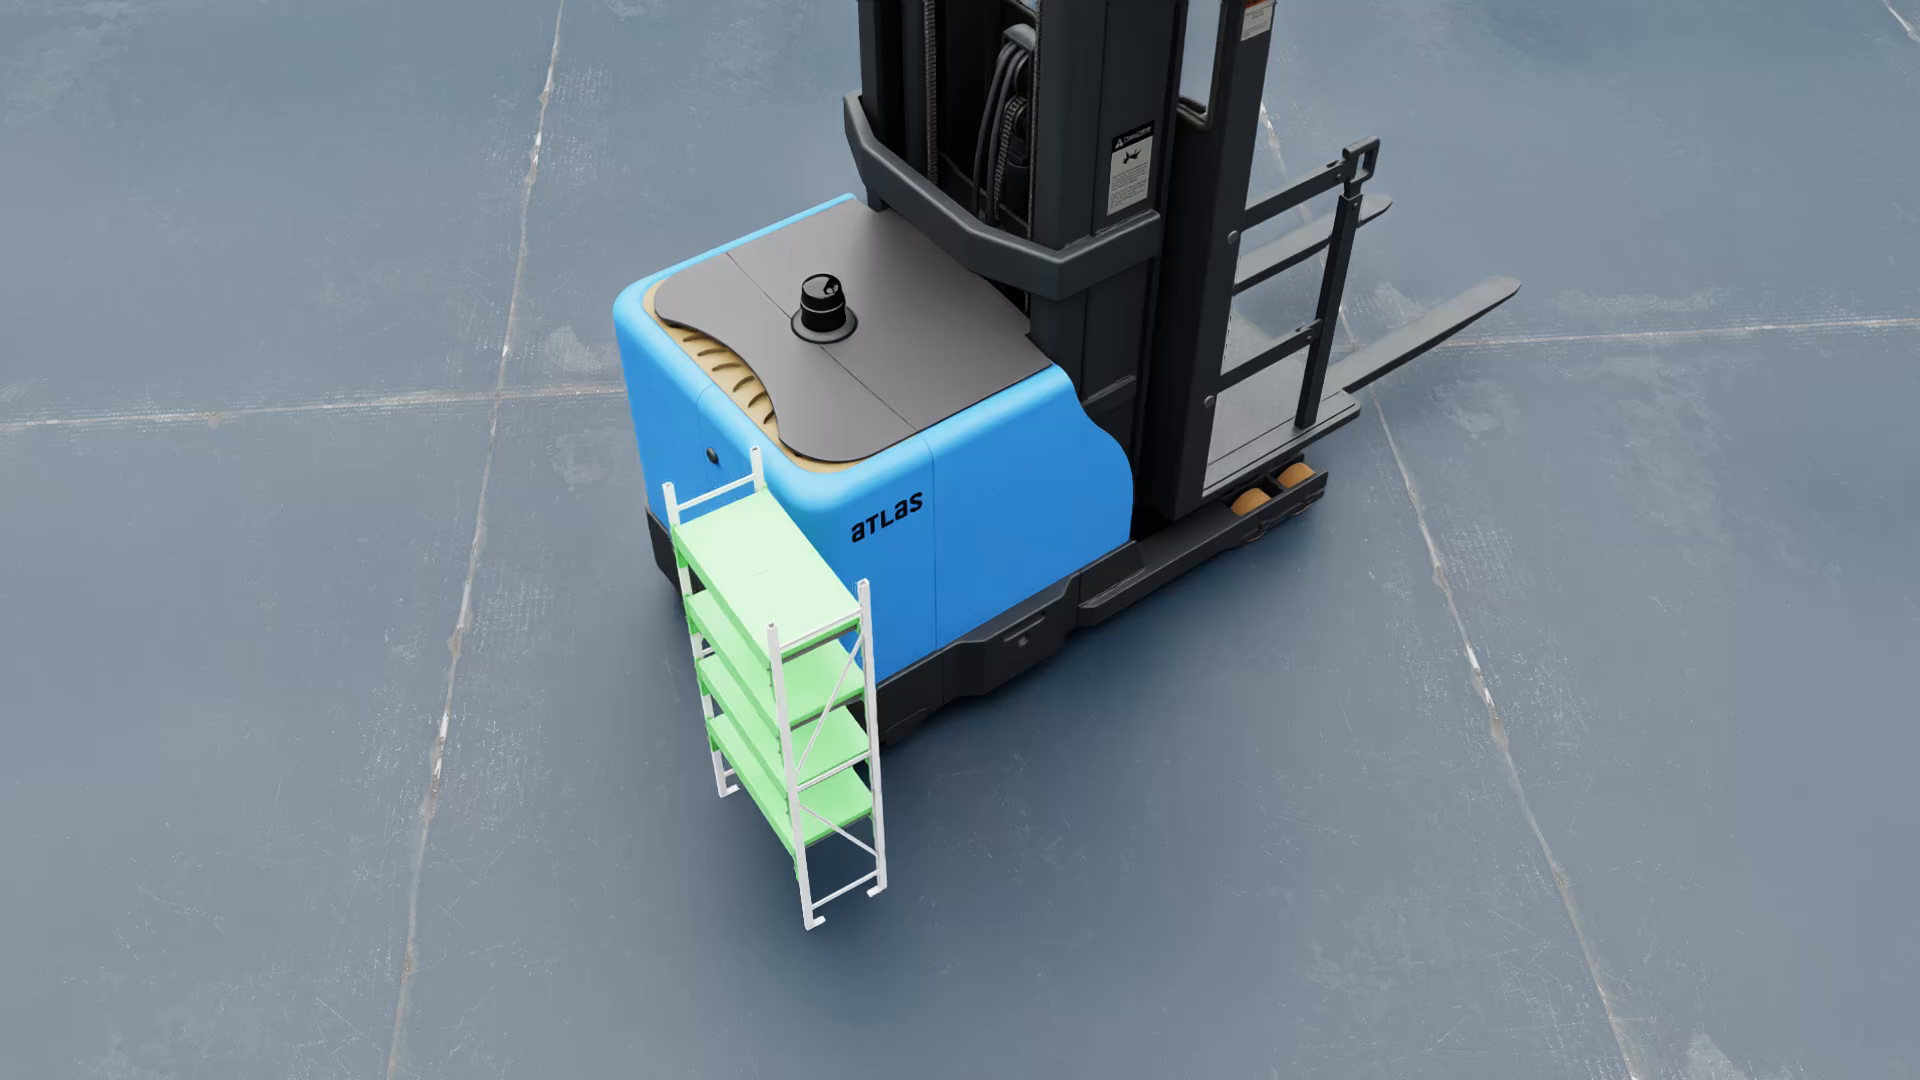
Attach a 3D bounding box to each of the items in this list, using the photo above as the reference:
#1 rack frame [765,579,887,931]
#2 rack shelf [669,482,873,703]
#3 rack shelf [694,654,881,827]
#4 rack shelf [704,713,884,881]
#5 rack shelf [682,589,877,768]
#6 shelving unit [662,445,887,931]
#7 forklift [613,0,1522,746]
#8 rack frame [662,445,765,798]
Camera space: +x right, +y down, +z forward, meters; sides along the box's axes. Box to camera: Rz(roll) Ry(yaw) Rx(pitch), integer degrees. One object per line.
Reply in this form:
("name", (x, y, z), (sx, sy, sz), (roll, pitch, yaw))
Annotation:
("rack frame", (-0.297, 0.545, 3.907), (0.240, 1.200, 0.015), (-25, 51, -22))
("rack shelf", (-0.429, 0.110, 3.746), (0.258, 0.148, 0.480), (-25, 51, -22))
("rack shelf", (-0.429, 0.440, 4.095), (0.258, 0.148, 0.480), (-25, 51, -22))
("rack shelf", (-0.429, 0.605, 4.269), (0.258, 0.148, 0.480), (-25, 51, -22))
("rack shelf", (-0.429, 0.275, 3.921), (0.258, 0.148, 0.480), (-25, 51, -22))
("shelving unit", (-0.429, 0.396, 4.048), (0.258, 1.200, 0.503), (-25, 51, -22))
("forklift", (0.548, -1.287, 4.450), (3.031, 2.935, 1.130), (-28, 53, -24))
("rack frame", (-0.560, 0.247, 4.190), (0.240, 1.200, 0.015), (-25, 51, -22))
